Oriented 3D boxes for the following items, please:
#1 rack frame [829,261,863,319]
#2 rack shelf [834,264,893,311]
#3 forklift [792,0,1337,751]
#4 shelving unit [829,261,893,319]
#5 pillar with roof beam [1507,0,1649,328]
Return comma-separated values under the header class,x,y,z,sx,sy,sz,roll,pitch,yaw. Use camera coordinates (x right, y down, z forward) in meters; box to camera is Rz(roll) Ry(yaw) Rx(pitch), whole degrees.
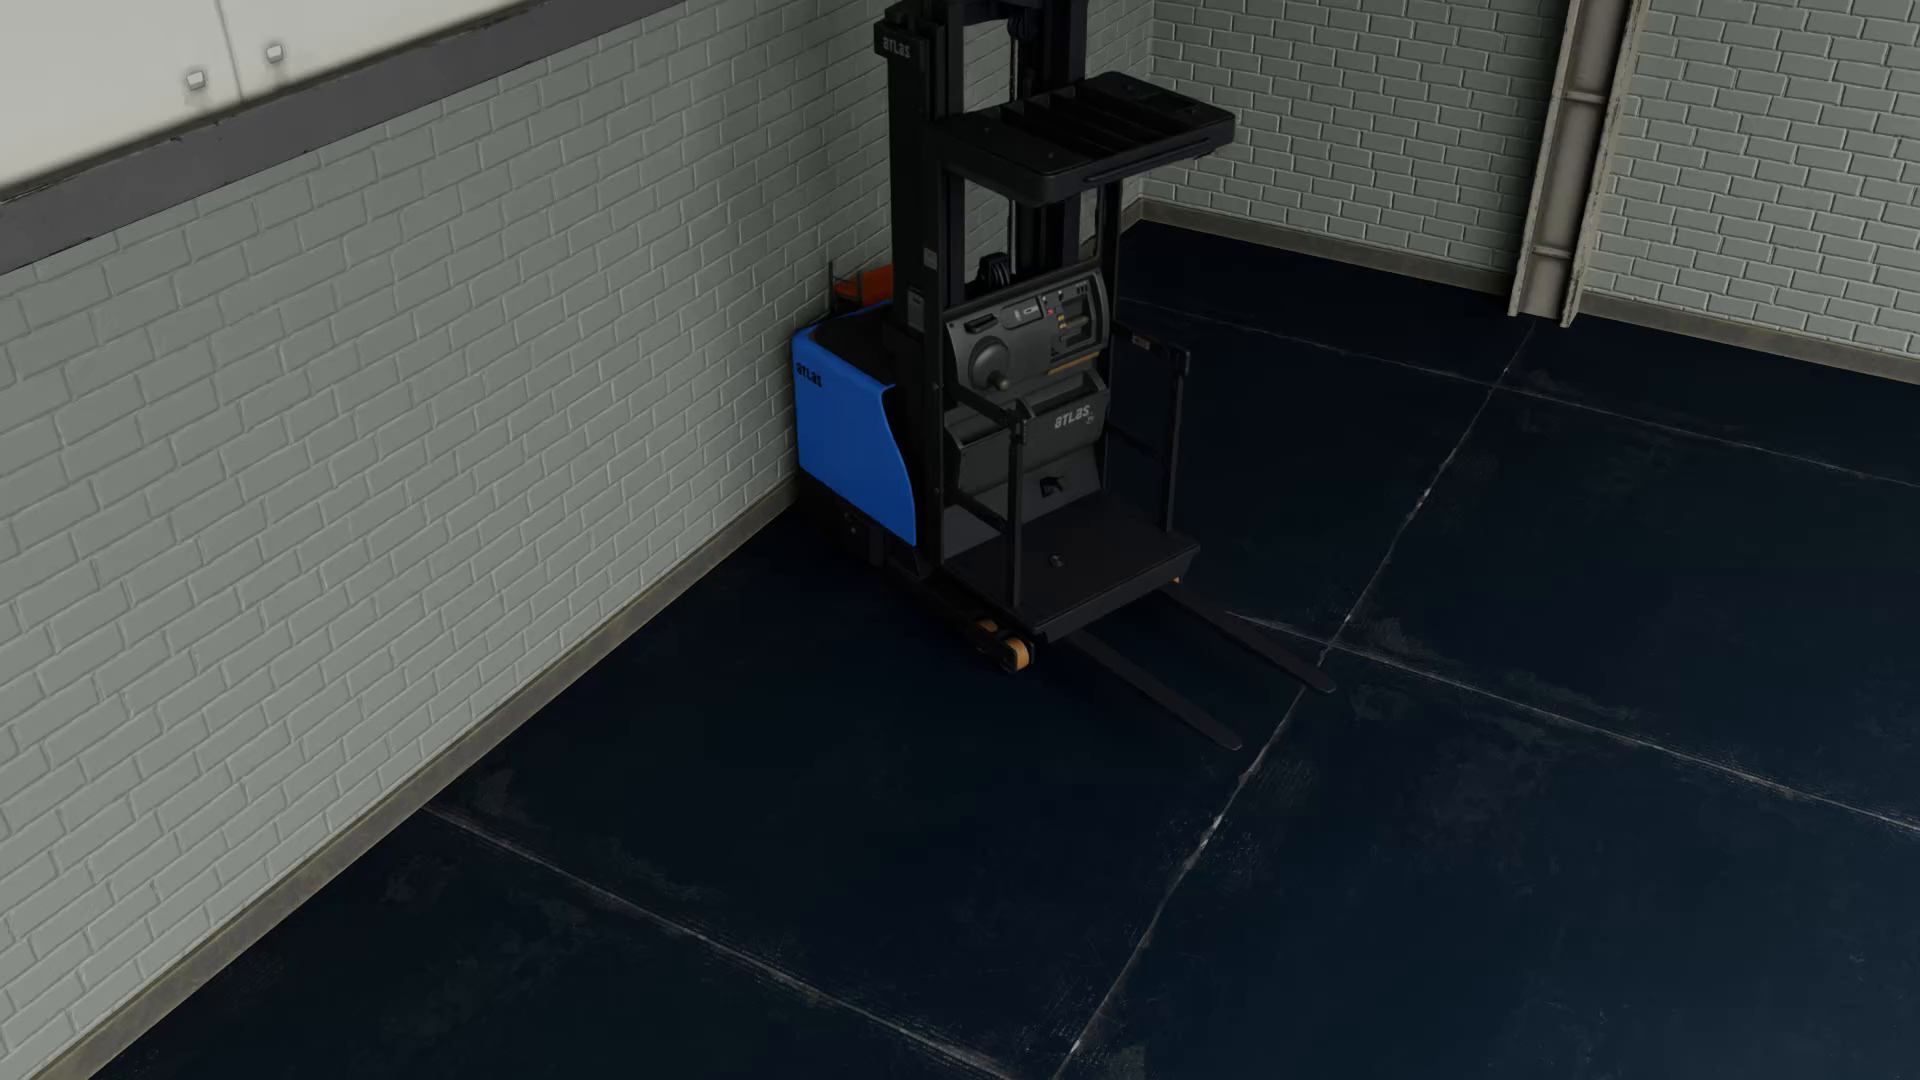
class,x,y,z,sx,sy,sz,roll,pitch,yaw
rack frame,-0.596,-0.908,8.978,0.240,1.200,0.015,24,38,36
rack shelf,-0.435,-1.340,8.941,0.258,0.148,0.480,24,38,36
forklift,0.455,-0.913,7.476,1.130,2.935,3.031,-24,41,-32
shelving unit,-0.431,-0.997,9.134,0.258,1.200,0.503,24,38,36
pillar with roof beam,1.723,-3.183,5.410,0.400,9.000,9.100,18,37,24
